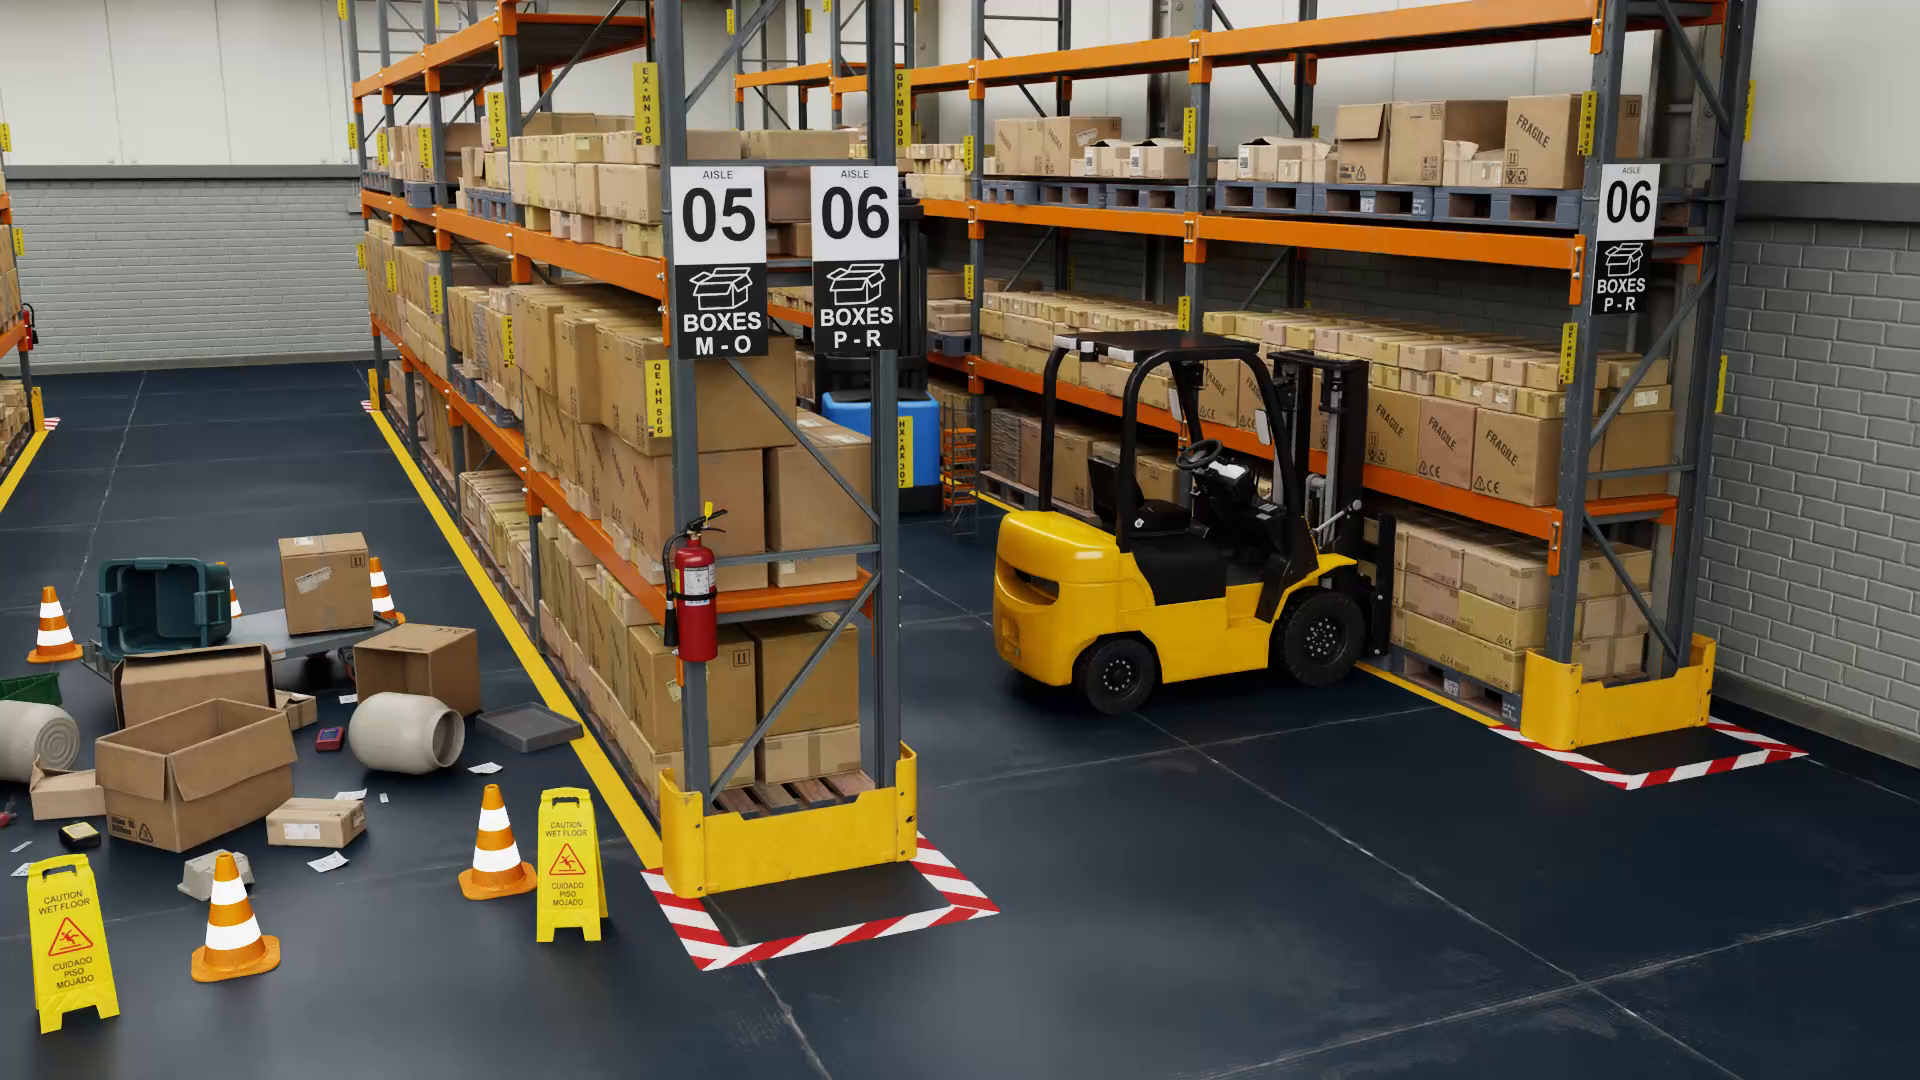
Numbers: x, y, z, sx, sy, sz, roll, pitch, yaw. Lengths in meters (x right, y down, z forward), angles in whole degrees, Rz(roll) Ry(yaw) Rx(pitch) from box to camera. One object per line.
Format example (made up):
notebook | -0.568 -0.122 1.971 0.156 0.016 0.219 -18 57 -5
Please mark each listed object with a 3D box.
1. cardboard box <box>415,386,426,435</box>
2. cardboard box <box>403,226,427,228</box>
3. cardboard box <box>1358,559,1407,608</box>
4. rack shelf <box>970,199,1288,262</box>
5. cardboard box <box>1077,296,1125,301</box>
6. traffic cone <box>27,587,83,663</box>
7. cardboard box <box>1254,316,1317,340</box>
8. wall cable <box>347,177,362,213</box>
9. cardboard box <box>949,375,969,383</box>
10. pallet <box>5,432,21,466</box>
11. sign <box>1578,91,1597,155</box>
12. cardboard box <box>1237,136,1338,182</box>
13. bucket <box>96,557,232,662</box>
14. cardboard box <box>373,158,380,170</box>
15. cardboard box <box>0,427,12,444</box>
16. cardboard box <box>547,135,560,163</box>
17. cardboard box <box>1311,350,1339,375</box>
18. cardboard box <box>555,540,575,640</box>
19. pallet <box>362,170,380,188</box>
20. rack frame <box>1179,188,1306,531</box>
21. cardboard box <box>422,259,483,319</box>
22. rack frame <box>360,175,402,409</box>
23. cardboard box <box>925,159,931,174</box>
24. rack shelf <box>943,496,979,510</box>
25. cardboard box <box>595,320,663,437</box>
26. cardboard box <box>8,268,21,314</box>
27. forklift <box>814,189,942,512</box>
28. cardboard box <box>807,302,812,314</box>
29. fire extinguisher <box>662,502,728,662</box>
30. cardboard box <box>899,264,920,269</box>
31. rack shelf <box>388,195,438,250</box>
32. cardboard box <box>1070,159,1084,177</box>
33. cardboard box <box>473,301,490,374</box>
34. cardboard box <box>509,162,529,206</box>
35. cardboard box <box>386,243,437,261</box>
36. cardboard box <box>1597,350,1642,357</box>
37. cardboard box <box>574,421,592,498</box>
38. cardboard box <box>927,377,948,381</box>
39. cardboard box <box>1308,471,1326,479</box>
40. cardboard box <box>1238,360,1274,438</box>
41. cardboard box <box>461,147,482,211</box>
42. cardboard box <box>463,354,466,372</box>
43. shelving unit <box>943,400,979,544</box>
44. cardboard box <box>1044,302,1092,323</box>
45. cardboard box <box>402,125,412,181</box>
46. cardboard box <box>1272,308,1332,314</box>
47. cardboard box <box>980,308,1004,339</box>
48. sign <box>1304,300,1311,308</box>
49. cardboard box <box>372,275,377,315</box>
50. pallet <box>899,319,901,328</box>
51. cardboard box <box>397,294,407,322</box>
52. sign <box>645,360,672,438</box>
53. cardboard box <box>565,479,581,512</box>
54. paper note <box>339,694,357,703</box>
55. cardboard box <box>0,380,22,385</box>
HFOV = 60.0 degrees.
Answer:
cardboard box | -5.717 -1.500 18.949 0.875 0.438 0.875 -6 14 -24
cardboard box | -6.194 -3.458 18.781 0.380 0.149 0.250 -6 14 -23
cardboard box | 2.891 0.236 10.757 0.500 0.250 0.500 -6 14 -24
rack shelf | 1.386 -2.724 14.432 1.077 0.370 4.000 -6 14 -23
cardboard box | 1.318 -2.195 15.542 0.380 0.149 0.250 -6 14 -24
traffic cone | -6.008 0.539 11.014 0.336 0.463 0.334 -6 14 -23
cardboard box | 2.341 -1.520 11.963 0.380 0.149 0.250 -6 14 -24
wall cable | -9.446 -4.904 26.582 0.585 1.953 0.123 -6 14 -23
cardboard box | 0.095 -1.728 18.357 0.380 0.149 0.250 -6 14 -23
pallet | -10.853 -0.966 18.074 1.003 0.211 1.213 -6 14 -23
sign | 3.287 -2.182 8.705 0.100 0.325 0.005 -6 14 -23
cardboard box | 2.297 -2.678 11.679 0.500 0.311 0.500 -5 14 -22
bucket | -4.687 0.391 9.917 0.726 0.611 0.620 -1 3 -4
cardboard box | -6.941 -4.577 20.246 0.380 0.149 0.250 -5 14 -21
cardboard box | -10.467 -1.120 17.950 0.380 0.149 0.250 -6 14 -24
cardboard box | -2.077 -2.174 9.248 0.380 0.149 0.250 -6 14 -25
cardboard box | 2.560 -1.208 11.278 0.380 0.149 0.250 -6 14 -25
cardboard box | -2.145 0.274 10.036 0.500 0.500 0.500 -5 14 -21
pallet | -6.859 -4.496 20.689 1.003 0.211 1.213 -6 14 -23
rack frame | 2.187 -1.200 12.904 1.000 3.000 0.127 -6 14 -23
cardboard box | -4.621 -2.302 15.224 0.500 0.500 0.500 -5 14 -22
rack frame | -7.166 -3.230 21.675 1.000 3.000 0.127 -6 14 -23
cardboard box | -0.139 -3.876 17.261 0.380 0.149 0.250 -5 14 -22
rack shelf | 0.006 -0.304 14.286 0.258 0.103 0.180 -6 14 -23
cardboard box | -1.357 -0.797 8.061 0.700 0.500 0.500 -5 14 -22
cardboard box | -11.245 -2.887 19.308 0.500 0.500 0.500 -5 14 -22
forklift | -0.897 -1.943 16.264 1.130 2.935 3.031 -2 13 -8
cardboard box | -1.707 -2.934 20.951 0.380 0.149 0.250 -5 14 -21
fire extinguisher | -1.133 0.178 7.119 0.296 0.674 0.183 -6 14 -23
cardboard box | -0.821 -2.879 19.005 0.700 0.500 0.500 -5 14 -22
rack shelf | -4.763 -3.102 16.062 1.077 0.370 4.000 -6 14 -23
cardboard box | 1.160 -3.152 14.087 0.380 0.149 0.250 -6 14 -24
cardboard box | -3.366 -1.542 12.567 0.500 0.500 0.500 -6 14 -25
cardboard box | -2.434 -2.169 10.109 0.500 0.250 0.500 -6 14 -24
cardboard box | -6.006 -3.012 18.294 0.500 0.500 0.500 -6 14 -23
cardboard box | 3.802 -1.033 9.860 0.380 0.149 0.250 -5 14 -21
cardboard box | -1.806 -0.520 9.081 0.500 0.500 0.500 -5 14 -22
cardboard box | -0.350 -1.685 18.172 0.380 0.149 0.250 -6 14 -26
cardboard box | 2.778 -0.365 12.244 0.500 0.250 0.500 -6 14 -24
cardboard box | 2.350 -1.028 11.936 0.500 0.500 0.500 -5 14 -22
cardboard box | -3.591 -2.891 13.335 0.700 0.500 0.500 -6 14 -23
cardboard box | -3.852 -1.454 13.625 0.380 0.149 0.250 -7 15 -27
shelving unit | 0.006 -0.582 14.222 0.258 1.200 0.189 -6 14 -23
cardboard box | 0.969 -2.033 14.843 0.380 0.149 0.250 -5 14 -22
cardboard box | -4.933 -3.630 15.597 0.500 0.500 0.500 -5 14 -22
cardboard box | 2.592 -1.671 12.619 0.380 0.149 0.250 -6 14 -23
cardboard box | 0.516 -2.081 15.934 0.500 0.250 0.500 -6 14 -23
sign | 2.695 -1.711 13.015 0.100 0.325 0.005 -6 14 -23
cardboard box | -7.009 -3.052 20.683 0.500 0.500 0.500 -6 14 -24
pallet | -0.198 -2.335 18.230 1.003 0.211 1.213 -6 14 -23
cardboard box | -5.646 -2.458 17.562 0.500 0.250 0.500 -6 14 -25
sign | -1.273 -0.597 7.028 0.100 0.325 0.005 -6 14 -23
cardboard box | -2.023 -0.270 9.440 0.380 0.149 0.250 -6 14 -23
paper note | -3.710 0.959 10.159 0.148 0.019 0.142 -6 14 -23
cardboard box | -11.217 -1.782 19.487 0.380 0.149 0.250 -5 14 -22
